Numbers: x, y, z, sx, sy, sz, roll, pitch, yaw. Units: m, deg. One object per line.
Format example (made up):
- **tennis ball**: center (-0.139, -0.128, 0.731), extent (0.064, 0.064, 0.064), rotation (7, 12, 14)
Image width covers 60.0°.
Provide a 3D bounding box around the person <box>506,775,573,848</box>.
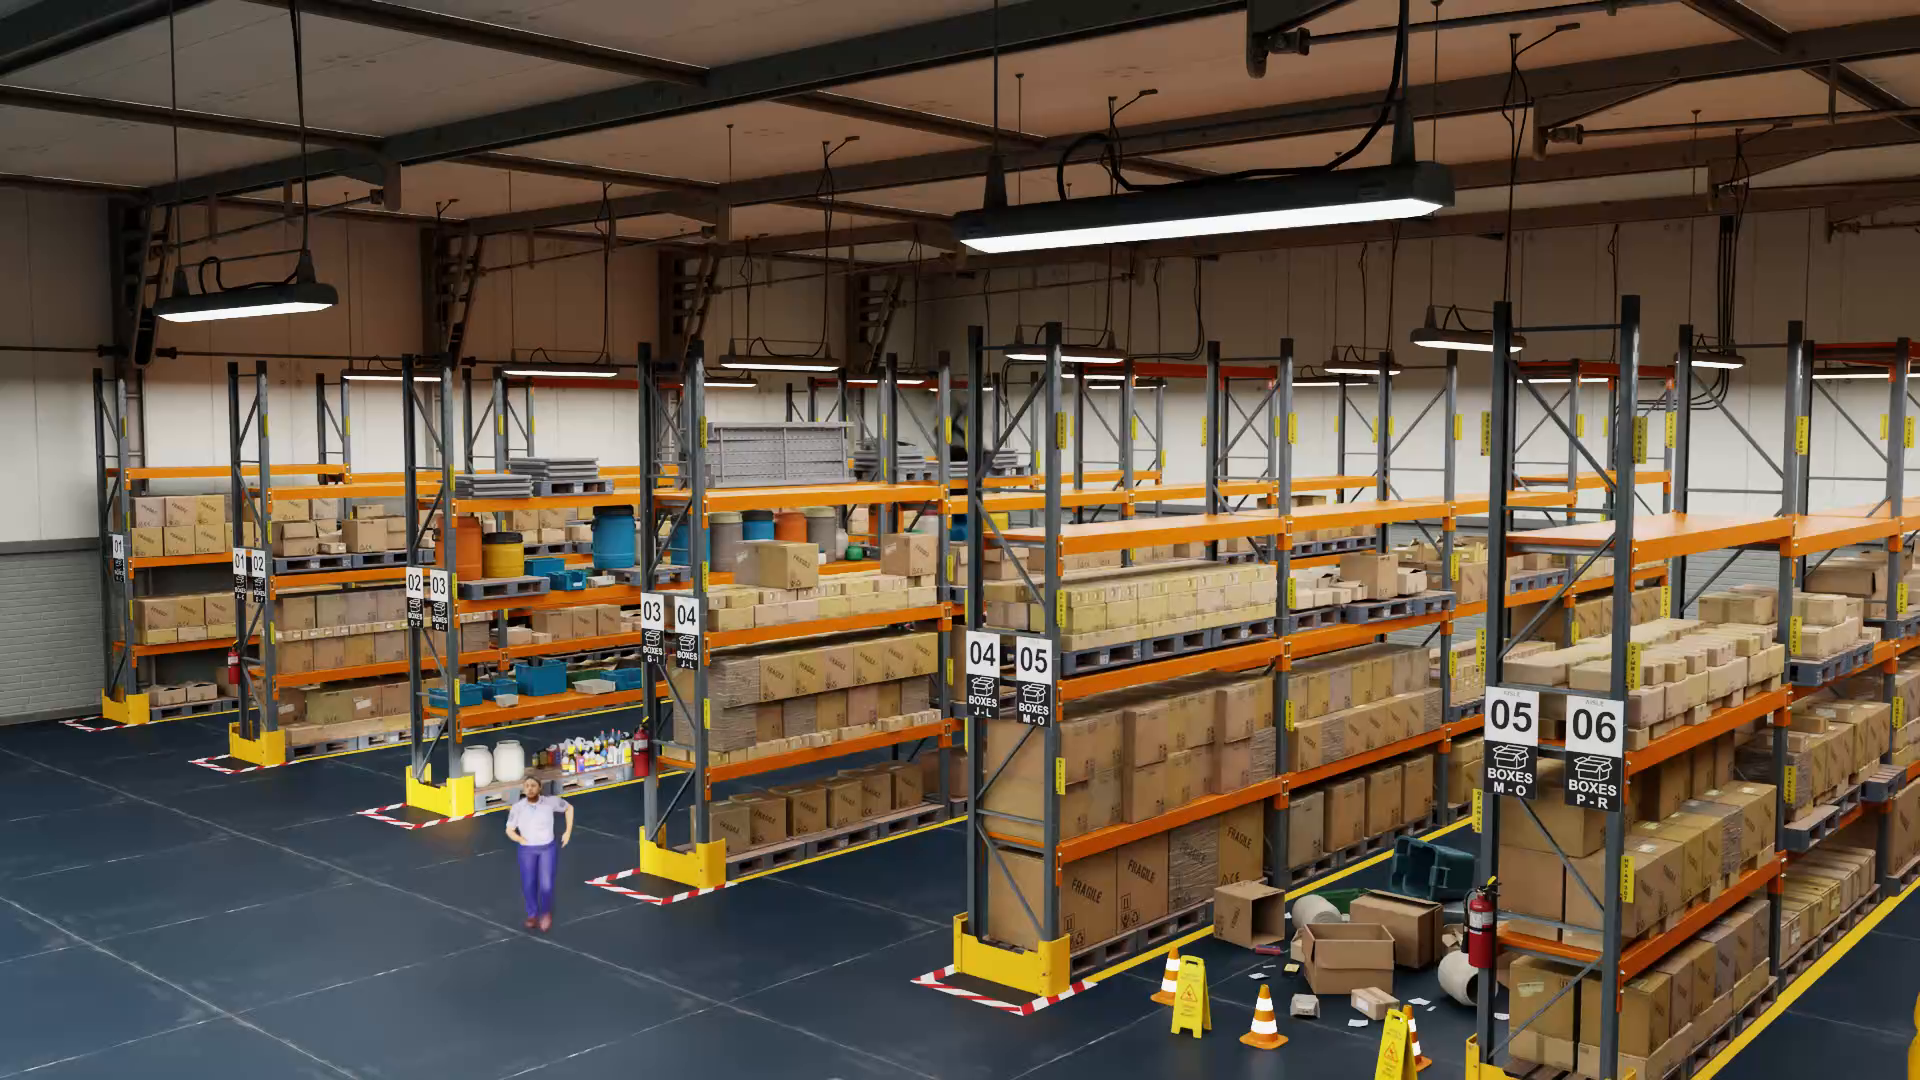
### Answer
- **person**: center (-4.185, 2.716, 16.470), extent (0.622, 0.766, 0.643), rotation (0, 4, -5)
